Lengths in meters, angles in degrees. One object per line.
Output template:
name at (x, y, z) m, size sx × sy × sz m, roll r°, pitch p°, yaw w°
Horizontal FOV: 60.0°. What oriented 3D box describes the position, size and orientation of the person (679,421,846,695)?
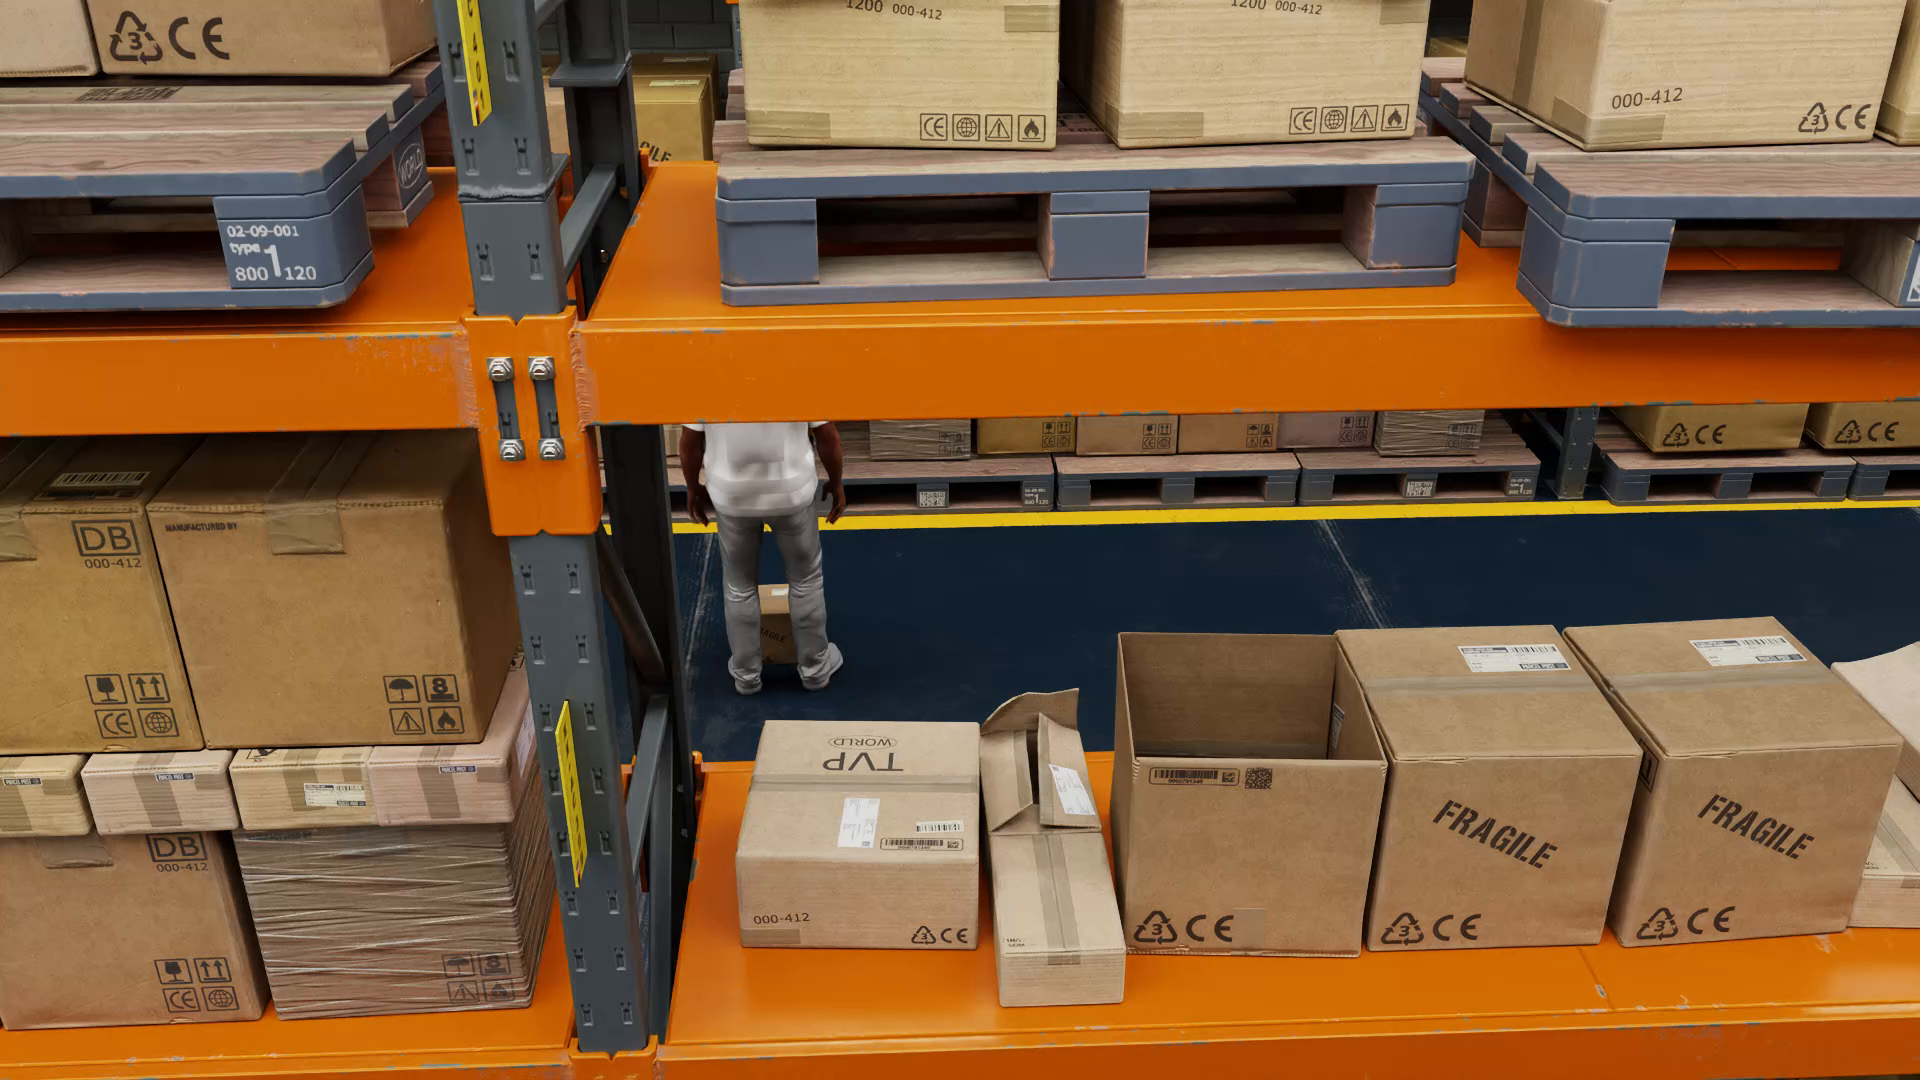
person at (-0.763, -0.207, 6.500) m, size 0.626 × 1.760 × 0.461 m, roll -1°, pitch 27°, yaw -2°
